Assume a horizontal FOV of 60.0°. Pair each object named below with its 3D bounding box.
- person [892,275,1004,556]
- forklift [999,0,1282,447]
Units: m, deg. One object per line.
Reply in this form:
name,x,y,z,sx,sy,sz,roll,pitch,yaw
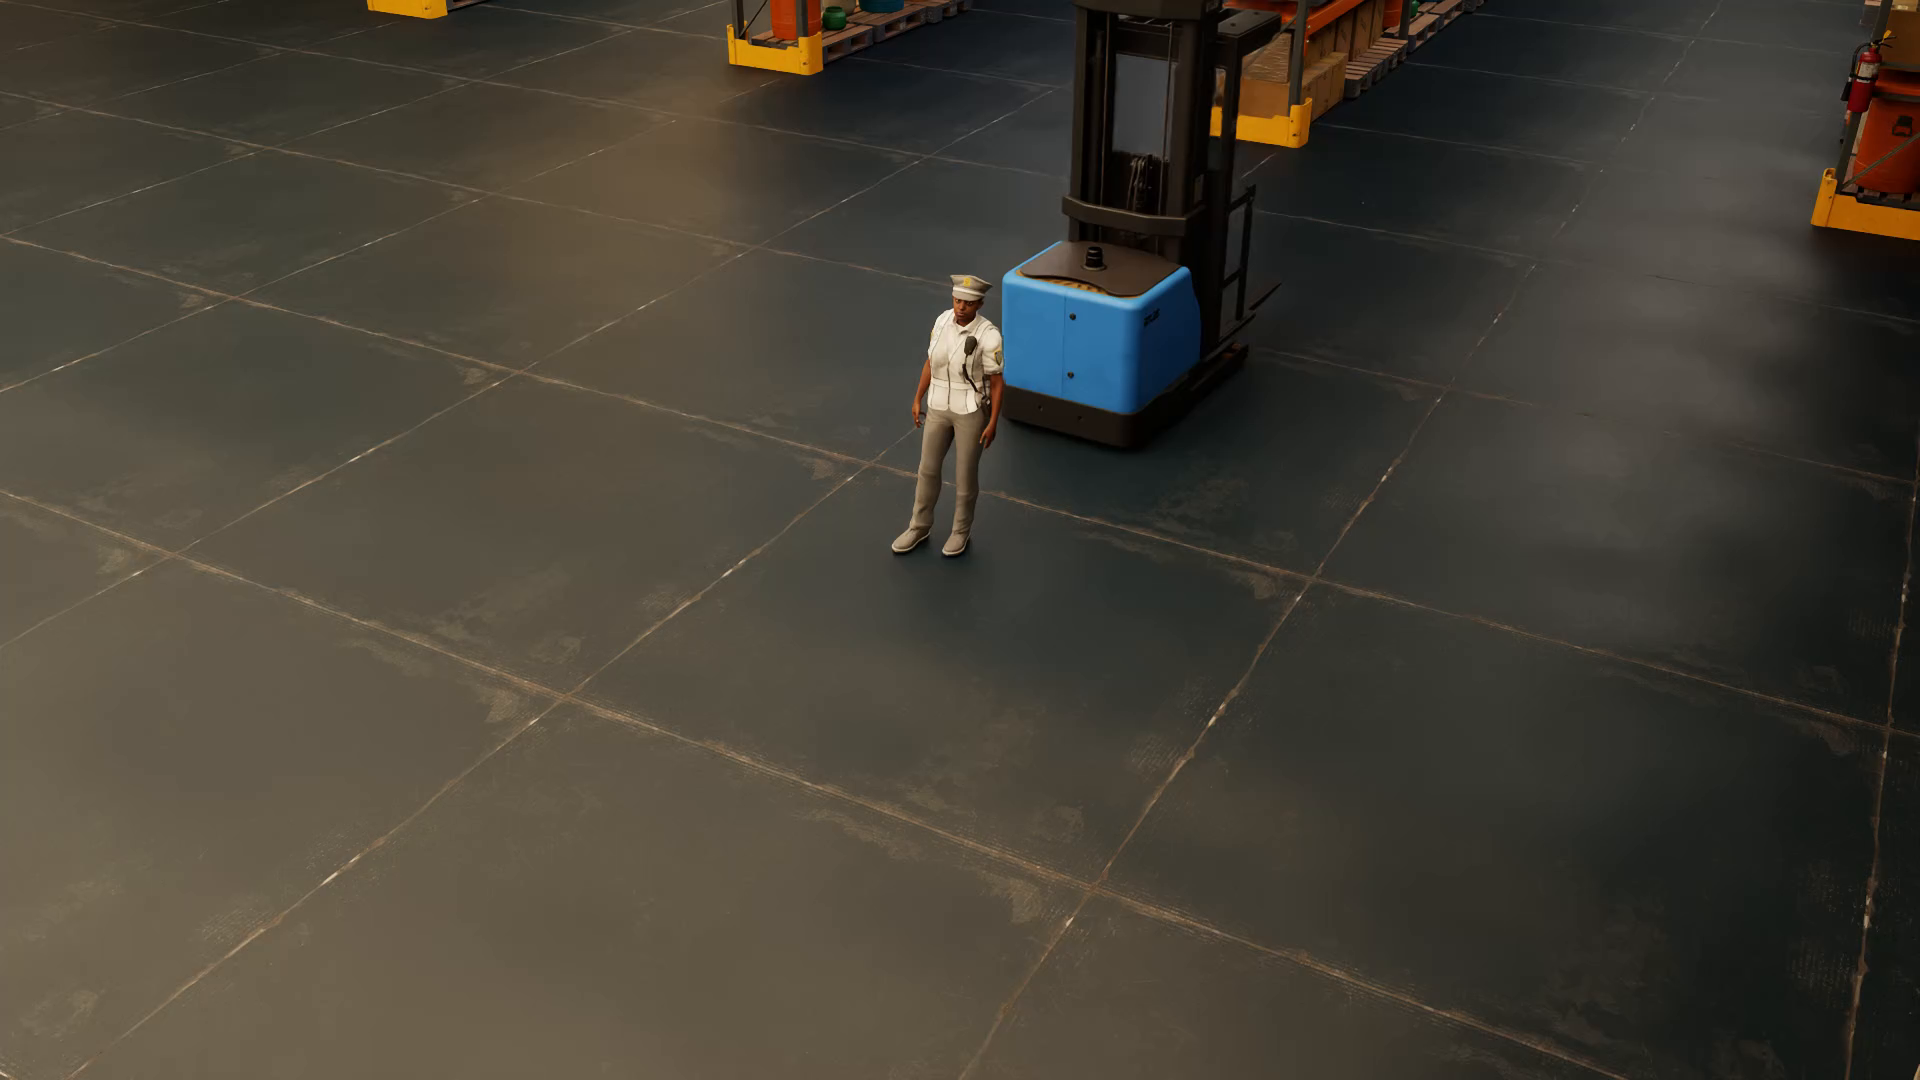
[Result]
person,-0.054,-0.712,9.527,0.569,1.695,0.528,15,33,25
forklift,1.464,-2.575,11.532,1.130,2.935,3.031,17,34,27
